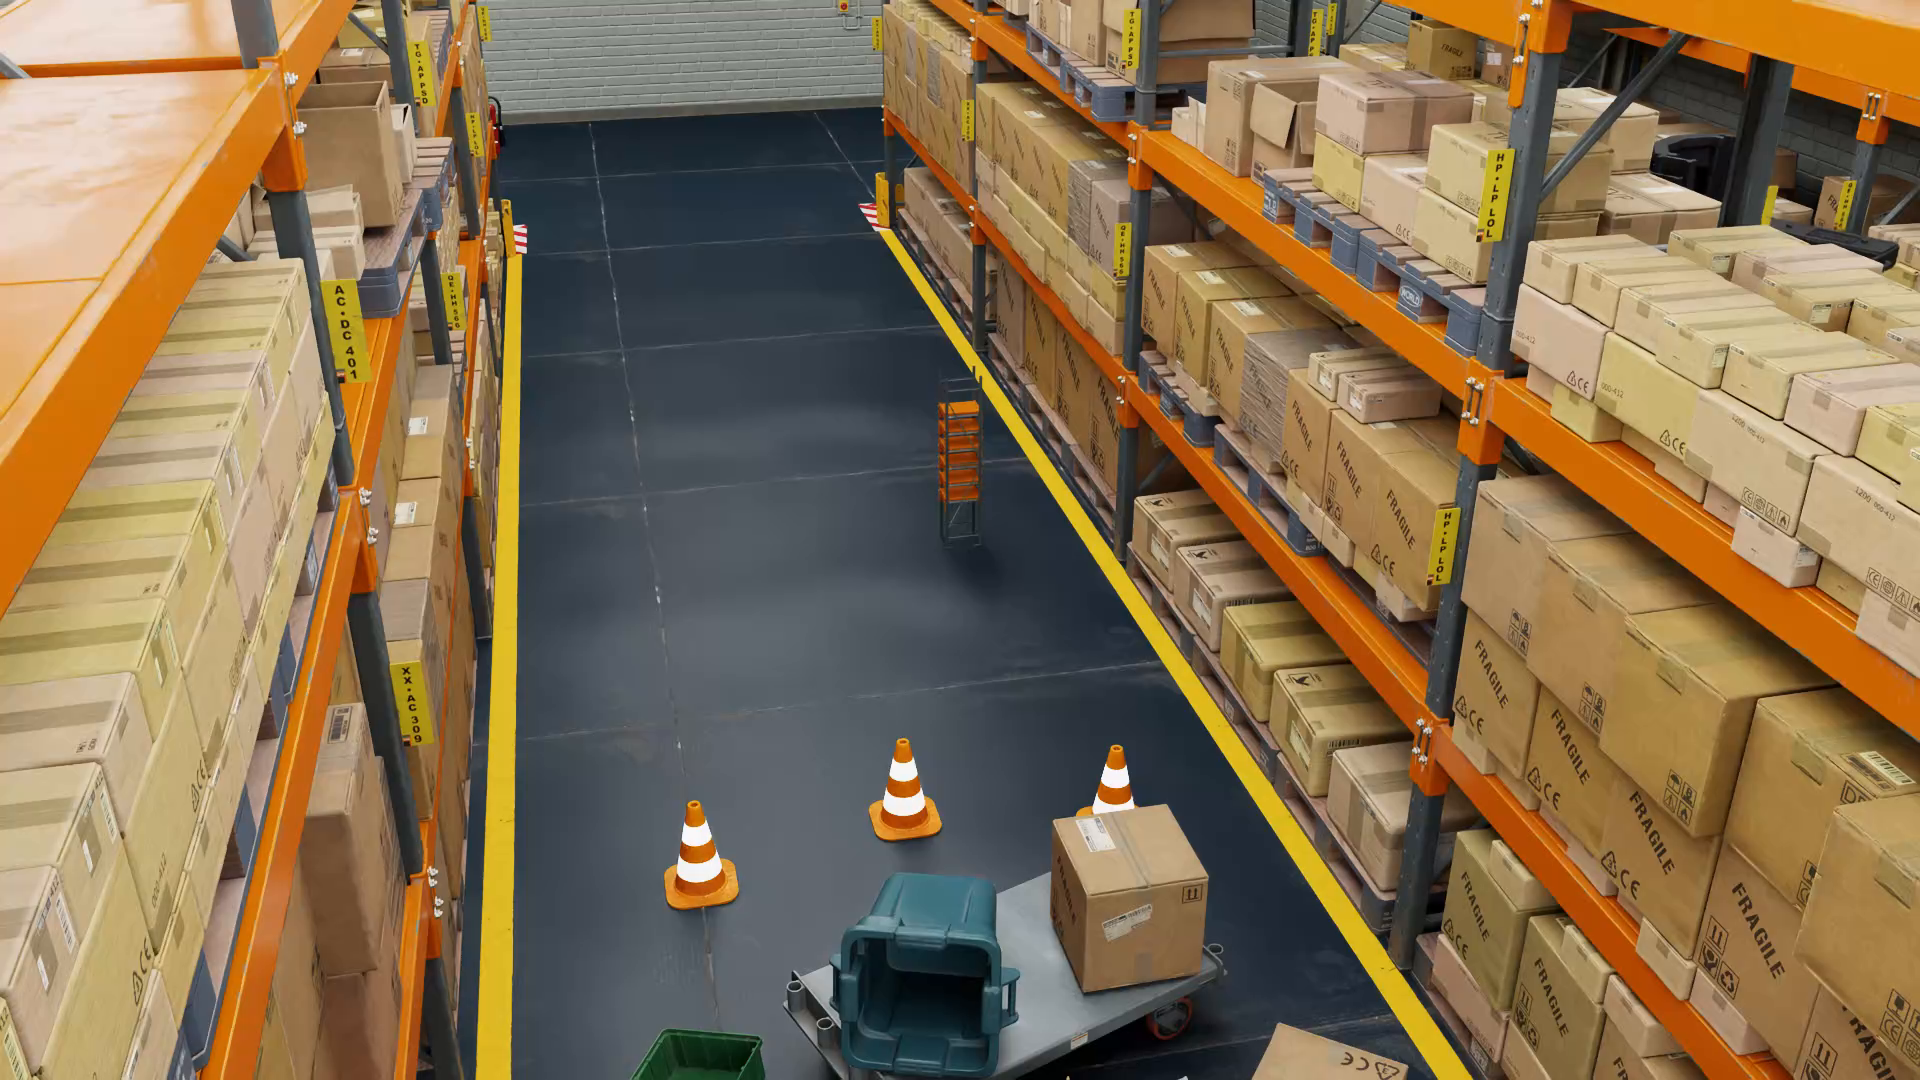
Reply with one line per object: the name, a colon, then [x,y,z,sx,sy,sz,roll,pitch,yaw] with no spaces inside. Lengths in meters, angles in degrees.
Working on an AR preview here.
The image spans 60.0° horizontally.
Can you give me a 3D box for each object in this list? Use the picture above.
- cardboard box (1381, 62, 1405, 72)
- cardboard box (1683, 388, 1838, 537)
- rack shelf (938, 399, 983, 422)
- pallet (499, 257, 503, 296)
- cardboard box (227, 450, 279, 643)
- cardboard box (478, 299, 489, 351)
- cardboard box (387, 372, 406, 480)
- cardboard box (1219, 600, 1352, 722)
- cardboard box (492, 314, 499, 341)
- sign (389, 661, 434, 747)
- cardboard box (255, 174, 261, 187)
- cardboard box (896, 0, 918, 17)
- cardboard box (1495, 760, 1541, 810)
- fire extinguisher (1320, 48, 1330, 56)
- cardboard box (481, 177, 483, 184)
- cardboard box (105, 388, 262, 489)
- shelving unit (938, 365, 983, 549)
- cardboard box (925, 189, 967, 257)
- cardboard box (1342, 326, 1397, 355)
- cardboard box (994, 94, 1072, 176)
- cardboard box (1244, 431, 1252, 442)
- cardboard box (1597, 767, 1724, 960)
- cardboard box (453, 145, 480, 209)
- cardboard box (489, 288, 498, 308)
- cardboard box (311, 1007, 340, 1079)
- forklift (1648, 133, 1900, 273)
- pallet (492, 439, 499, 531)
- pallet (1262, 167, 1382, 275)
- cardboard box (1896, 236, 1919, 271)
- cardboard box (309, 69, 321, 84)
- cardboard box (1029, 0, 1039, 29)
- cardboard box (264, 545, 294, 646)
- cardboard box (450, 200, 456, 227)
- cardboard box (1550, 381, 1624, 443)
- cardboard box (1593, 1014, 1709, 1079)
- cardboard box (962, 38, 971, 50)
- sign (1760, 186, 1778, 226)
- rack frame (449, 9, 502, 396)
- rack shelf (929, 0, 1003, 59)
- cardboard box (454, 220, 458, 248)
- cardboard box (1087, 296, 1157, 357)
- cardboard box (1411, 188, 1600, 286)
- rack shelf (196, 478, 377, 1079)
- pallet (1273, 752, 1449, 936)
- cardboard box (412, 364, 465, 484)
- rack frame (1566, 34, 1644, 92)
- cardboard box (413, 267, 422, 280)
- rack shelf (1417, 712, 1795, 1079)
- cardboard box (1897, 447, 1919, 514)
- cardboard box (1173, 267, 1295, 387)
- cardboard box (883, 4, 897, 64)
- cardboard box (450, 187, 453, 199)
cardboard box: [4.610,-4.683,16.881,0.500,0.250,0.500,-6,27,-13]
cardboard box: [2.466,-0.250,4.771,0.500,0.250,0.500,-6,27,-11]
rack shelf: [0.003,-0.811,10.671,0.258,0.103,0.180,-6,27,-12]
pallet: [-4.931,-2.596,16.005,1.003,0.211,1.213,-6,27,-12]
cardboard box: [-1.806,0.029,3.641,0.500,0.250,0.500,-6,27,-12]
cardboard box: [-3.781,-1.583,12.380,0.500,0.250,0.500,-7,28,-13]
cardboard box: [-2.969,-0.568,7.672,0.700,0.500,0.500,-6,27,-12]
cardboard box: [1.964,0.622,8.985,0.950,0.372,0.625,-5,27,-10]
cardboard box: [-3.965,-1.717,13.538,0.380,0.149,0.250,-5,27,-9]
sign: [-1.852,0.555,5.619,0.100,0.325,0.005,-6,27,-12]
cardboard box: [-3.116,-1.468,6.869,0.500,0.311,0.500,-6,27,-13]
cardboard box: [-0.411,-5.144,16.019,0.380,0.149,0.250,-5,27,-10]
cardboard box: [2.274,0.876,6.312,0.380,0.149,0.250,-5,27,-10]
fire extinguisher: [4.055,-5.103,18.378,0.296,0.674,0.183,-6,27,-12]
cardboard box: [-4.284,-3.097,14.182,0.380,0.149,0.250,-5,27,-9]
cardboard box: [-1.770,-0.208,3.668,0.380,0.149,0.250,-6,27,-11]
shelving unit: [0.003,-0.529,10.814,0.258,1.200,0.189,-6,27,-12]
cardboard box: [0.164,-3.144,16.374,0.875,0.438,0.875,-5,27,-10]
cardboard box: [2.244,-0.776,8.397,0.500,0.500,0.500,-7,28,-14]
cardboard box: [0.566,-3.073,12.636,0.500,0.500,0.500,-6,27,-12]
cardboard box: [1.720,-0.590,8.749,0.380,0.149,0.250,-5,27,-10]
cardboard box: [2.472,0.971,5.403,0.500,0.500,0.500,-6,27,-12]
cardboard box: [-4.061,-2.899,13.069,0.500,0.500,0.500,-6,27,-13]
cardboard box: [-4.296,-2.151,14.727,0.380,0.149,0.250,-7,28,-13]
cardboard box: [-2.144,1.616,4.400,0.875,0.550,0.550,-6,27,-12]
forklift: [4.164,-0.593,9.018,1.130,2.935,3.031,-23,35,-38]
pallet: [-3.739,-0.355,11.565,1.003,0.211,1.213,-6,27,-12]
pallet: [2.136,-1.505,7.629,1.213,0.211,1.003,-6,27,-12]
cardboard box: [6.188,-1.822,10.547,0.380,0.149,0.250,-5,27,-10]
cardboard box: [-3.670,-2.331,8.945,0.500,0.500,0.500,-6,27,-12]
cardboard box: [0.676,-3.654,11.361,0.396,0.266,0.258,-4,27,-7]
cardboard box: [-1.769,0.148,3.847,0.380,0.149,0.250,-6,27,-11]
cardboard box: [-3.799,-2.307,11.821,0.380,0.149,0.250,-5,27,-9]
cardboard box: [2.241,-0.457,5.624,0.380,0.149,0.250,-6,27,-12]
cardboard box: [2.525,1.940,5.677,0.500,0.500,0.500,-5,27,-9]
cardboard box: [0.225,-4.146,14.041,0.380,0.149,0.250,-6,27,-12]
sign: [2.935,-1.141,6.126,0.100,0.325,0.005,-6,27,-12]
rack frame: [-4.195,-2.478,12.677,1.000,3.000,0.127,-6,27,-12]
rack shelf: [0.154,-4.921,14.987,1.077,0.370,4.000,-6,27,-12]
cardboard box: [-3.799,-2.176,11.891,0.380,0.149,0.250,-6,27,-12]
cardboard box: [1.140,-1.398,10.703,0.500,0.250,0.500,-7,28,-13]
cardboard box: [2.135,-1.214,6.545,0.500,0.250,0.500,-6,28,-13]
rack shelf: [-1.941,0.894,3.466,1.077,0.370,4.000,-6,27,-12]
pallet: [2.231,1.390,8.108,1.003,0.211,1.213,-6,27,-12]
cardboard box: [-2.930,-0.596,8.838,0.500,0.500,0.500,-6,27,-12]
rack frame: [5.440,-3.531,14.763,1.000,3.000,0.127,-6,27,-12]
cardboard box: [-3.323,-1.511,9.914,0.380,0.149,0.250,-6,27,-12]
rack shelf: [2.859,1.686,5.225,1.077,0.370,4.000,-6,27,-12]
cardboard box: [2.567,-0.128,4.087,0.380,0.149,0.250,-5,27,-10]
cardboard box: [1.507,-1.185,9.208,0.500,0.500,0.500,-5,27,-9]
cardboard box: [-0.466,-5.032,16.517,0.500,0.500,0.500,-7,28,-13]
cardboard box: [-3.853,-2.545,11.962,0.380,0.149,0.250,-7,28,-13]
